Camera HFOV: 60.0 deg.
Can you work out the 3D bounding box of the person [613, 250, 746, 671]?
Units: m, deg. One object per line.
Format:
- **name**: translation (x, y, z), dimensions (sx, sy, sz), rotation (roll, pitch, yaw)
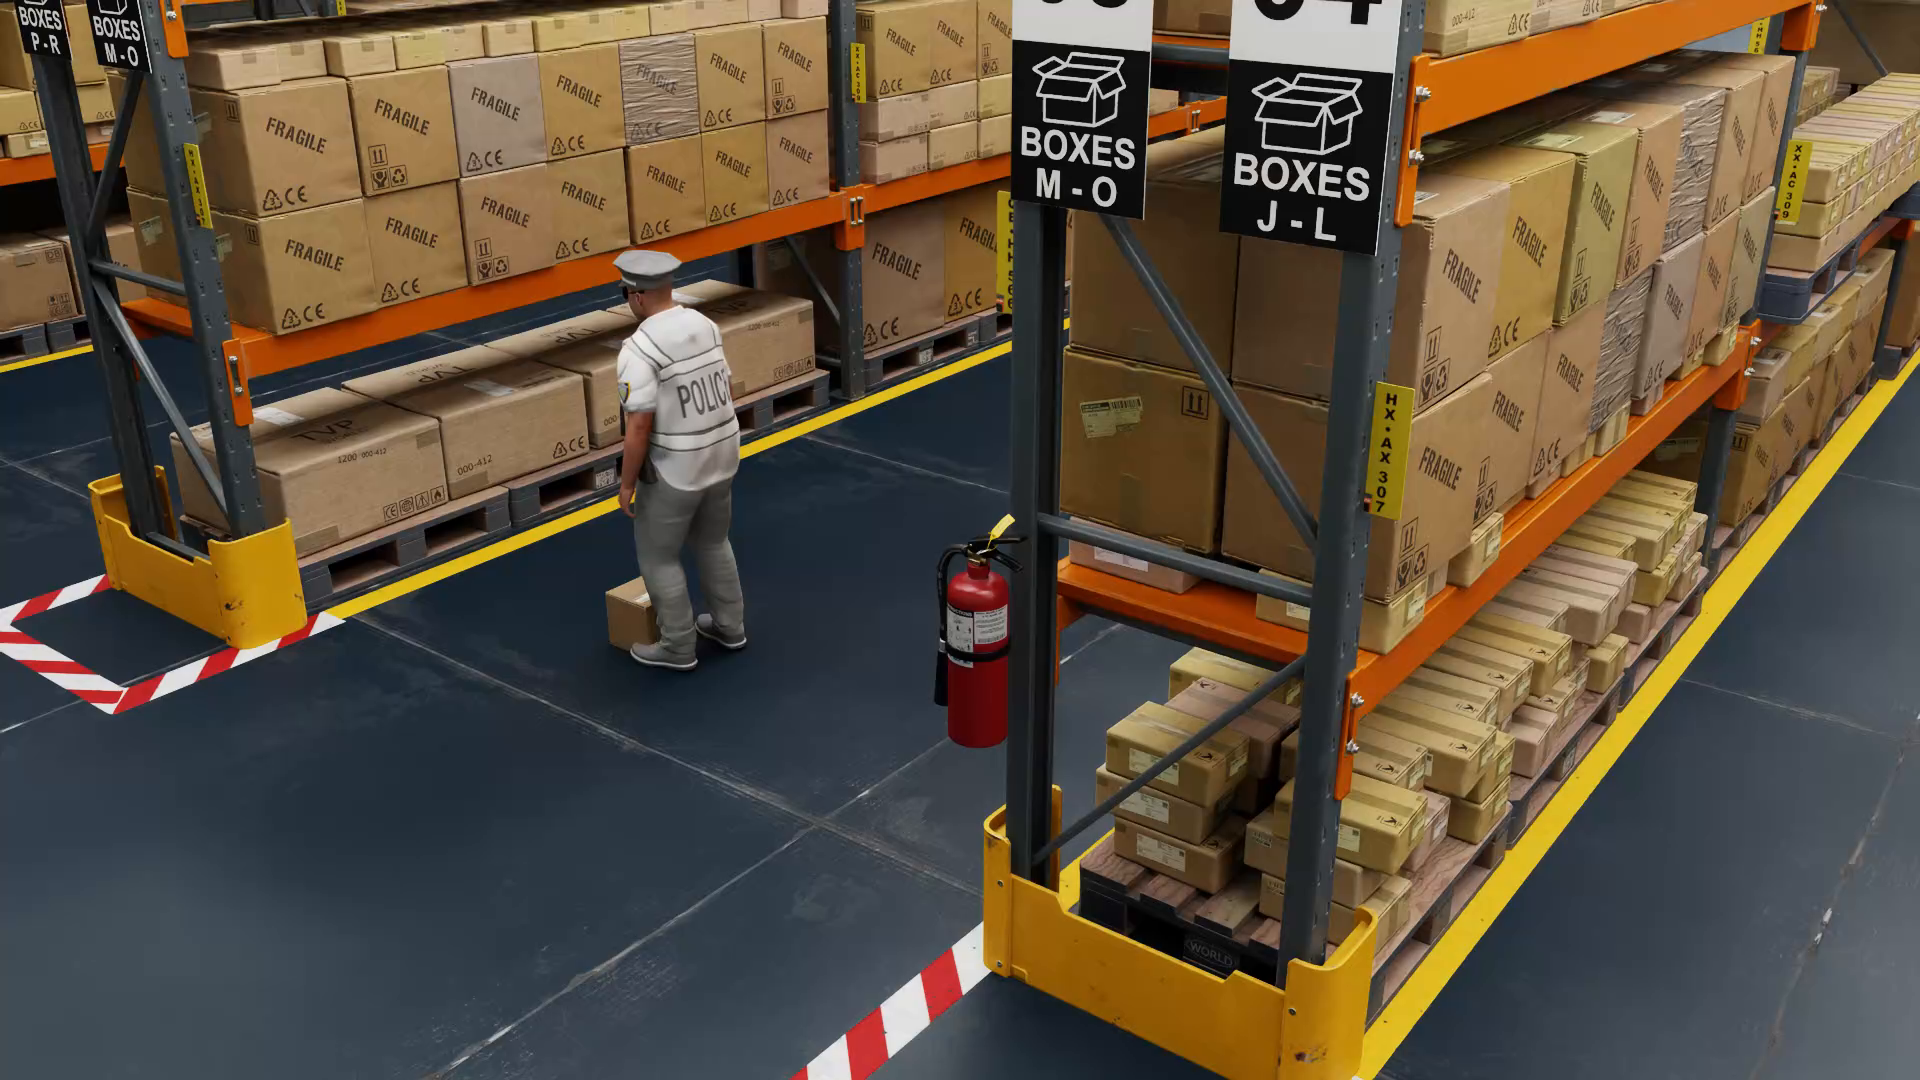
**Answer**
- **person**: translation (-1.147, -0.299, 6.780), dimensions (0.468, 1.748, 0.598), rotation (16, 28, 32)
